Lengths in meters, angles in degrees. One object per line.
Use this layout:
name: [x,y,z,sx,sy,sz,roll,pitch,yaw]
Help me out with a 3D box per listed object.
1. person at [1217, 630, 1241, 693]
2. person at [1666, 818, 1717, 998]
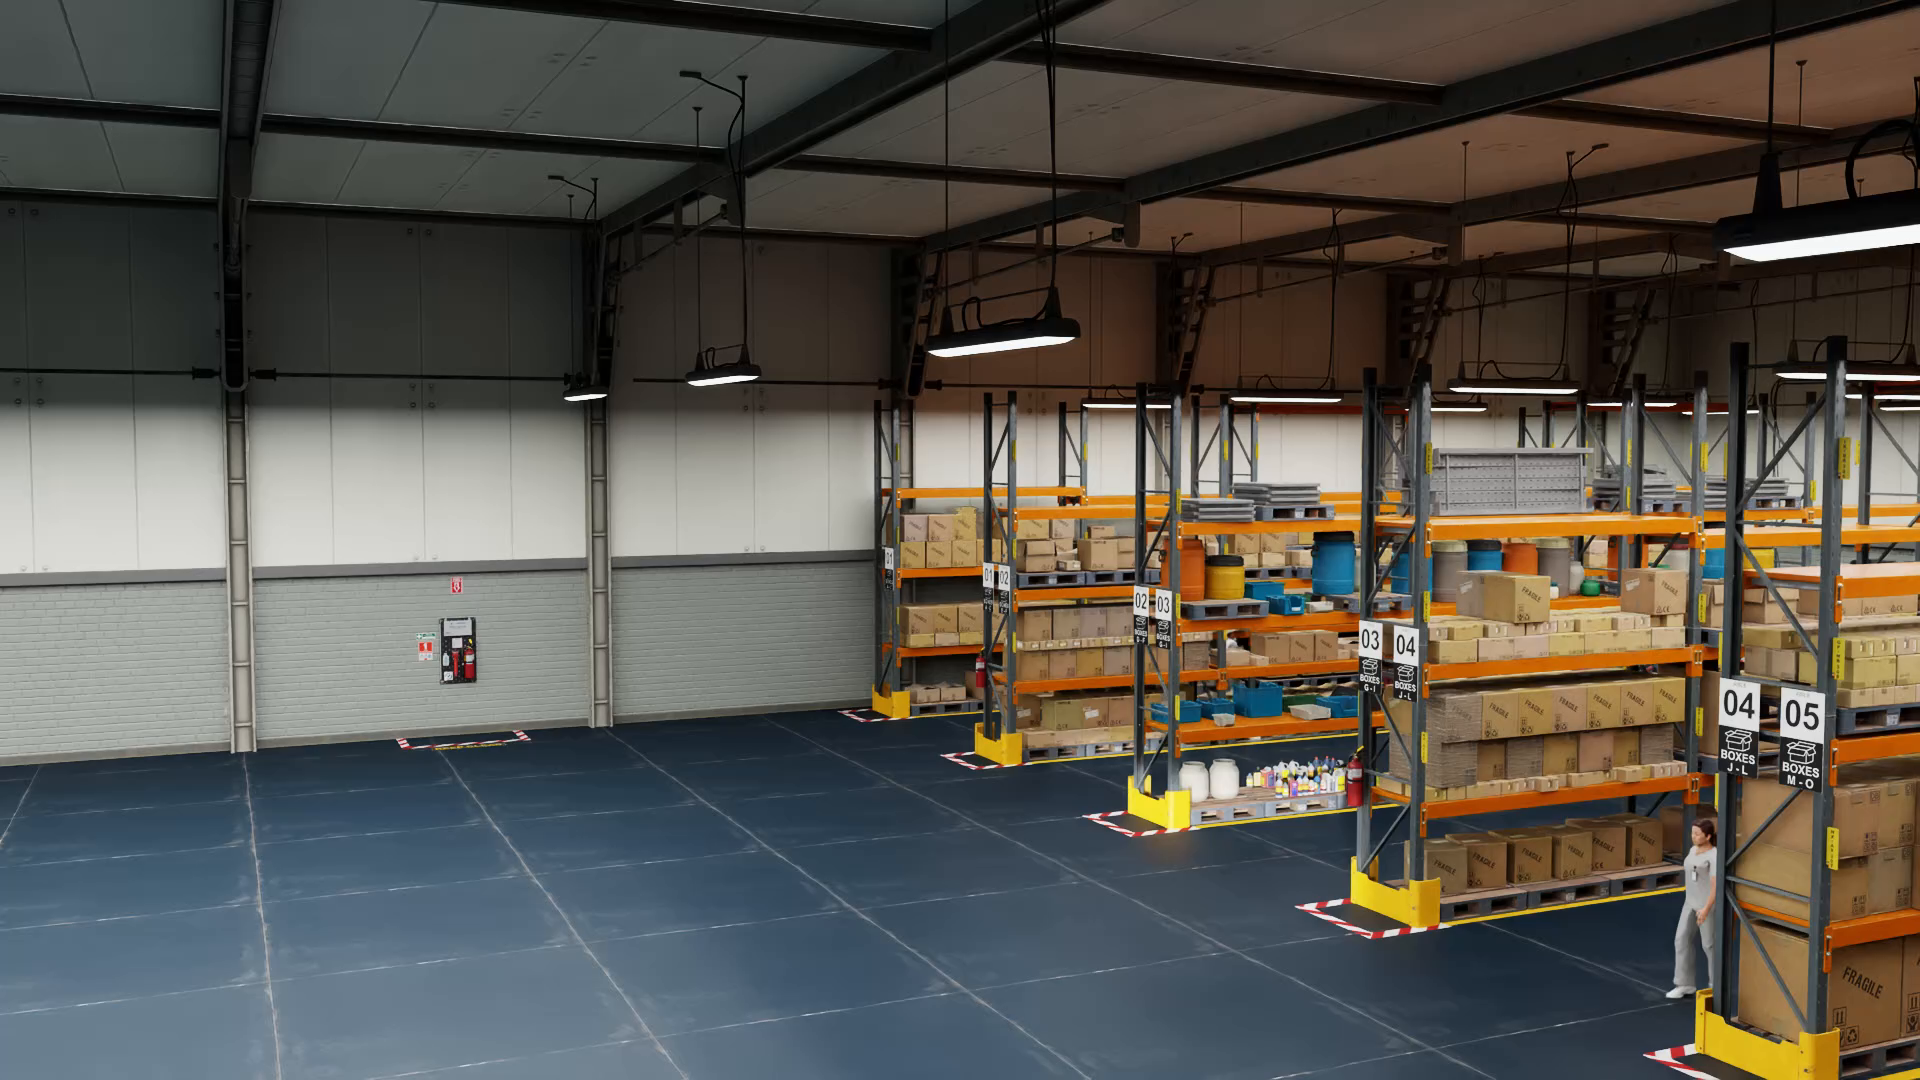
person: [5.015,2.467,31.215,0.503,1.771,0.584,-2,4,-30]
person: [6.894,3.440,15.491,0.582,1.713,0.502,-1,3,-11]
